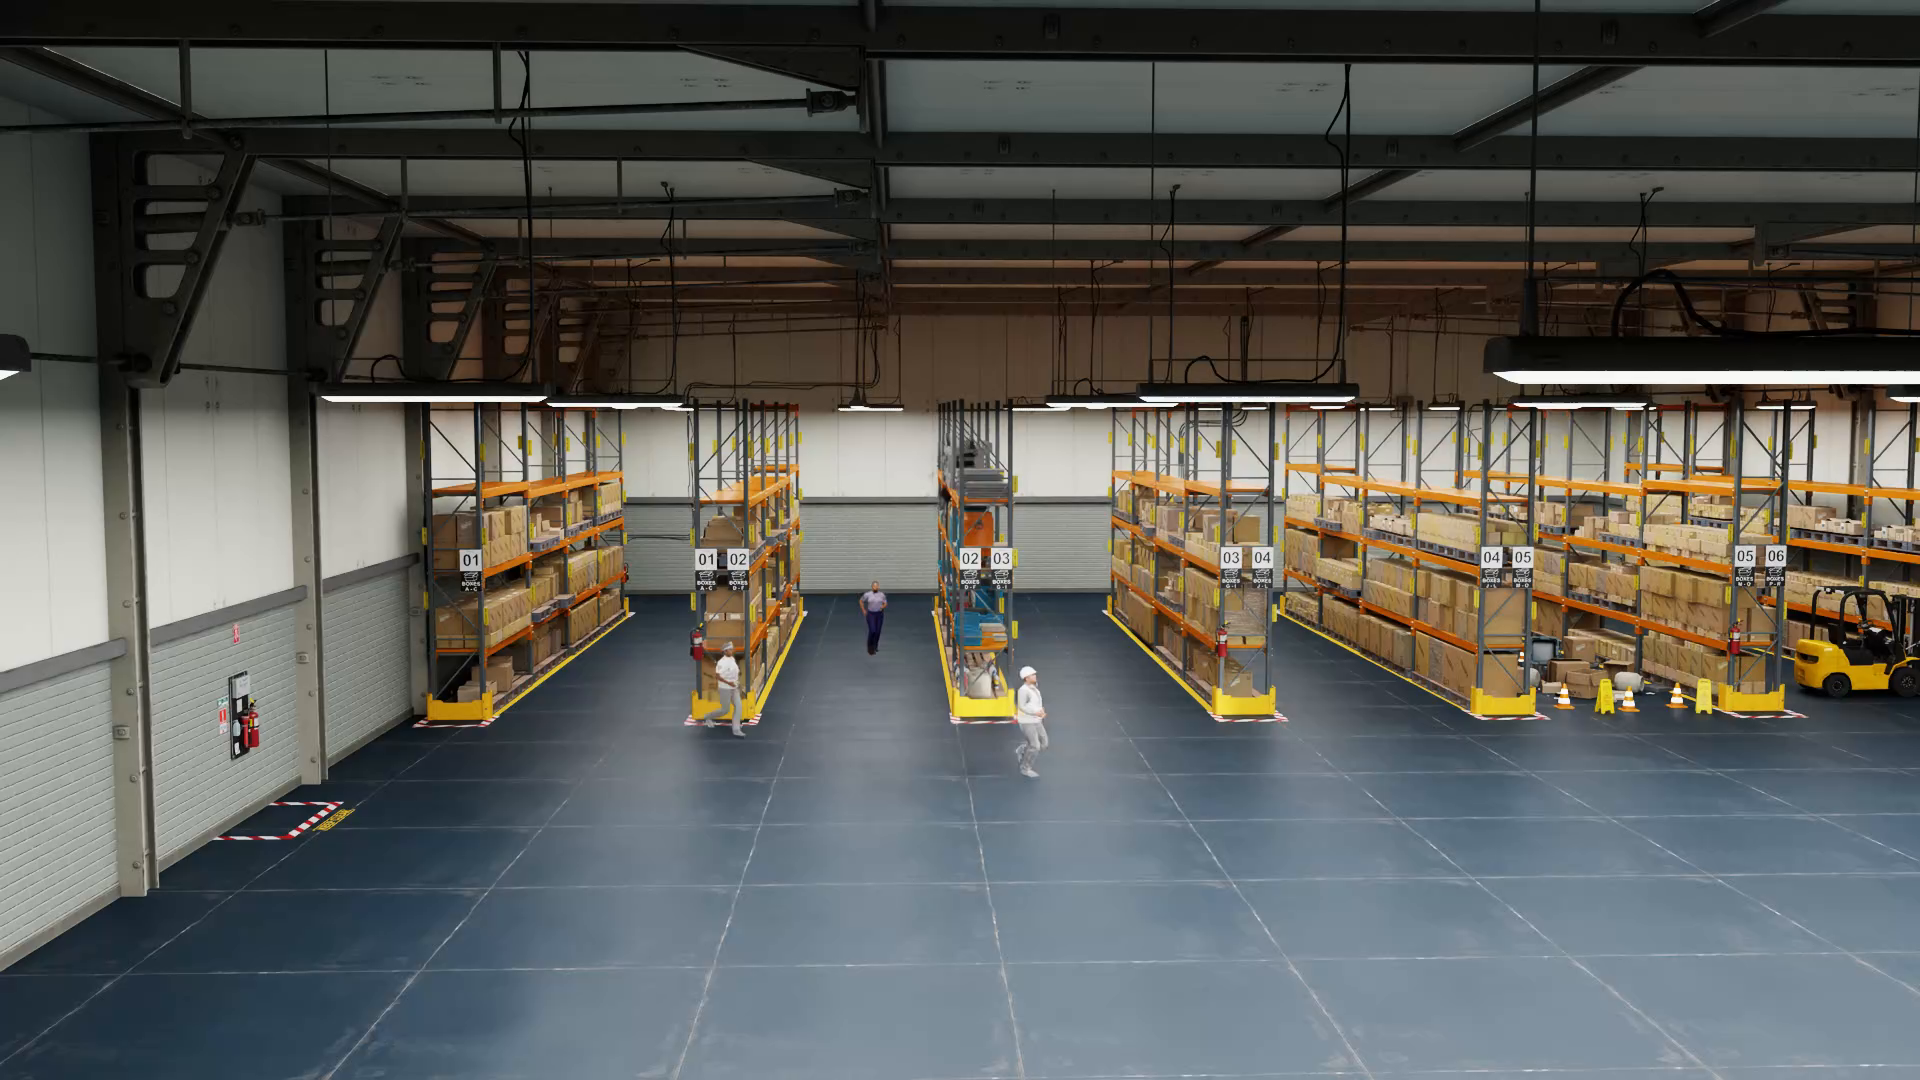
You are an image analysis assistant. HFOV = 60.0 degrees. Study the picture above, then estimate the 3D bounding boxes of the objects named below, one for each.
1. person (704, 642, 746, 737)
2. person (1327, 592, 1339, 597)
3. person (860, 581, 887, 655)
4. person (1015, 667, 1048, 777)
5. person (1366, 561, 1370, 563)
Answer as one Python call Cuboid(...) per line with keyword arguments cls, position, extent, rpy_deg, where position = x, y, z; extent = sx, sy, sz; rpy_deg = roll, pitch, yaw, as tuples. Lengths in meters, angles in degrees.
Cuboid(cls="person", position=(-4.155, 2.647, 29.656), extent=(0.856, 1.689, 0.603), rpy_deg=(2, 5, 27))
Cuboid(cls="person", position=(10.936, 1.191, 48.596), extent=(0.755, 1.697, 0.540), rpy_deg=(-3, 5, -33))
Cuboid(cls="person", position=(-1.927, 1.774, 37.701), extent=(0.585, 1.681, 0.625), rpy_deg=(-2, 5, -20))
Cuboid(cls="person", position=(1.123, 2.864, 26.294), extent=(0.591, 1.734, 0.698), rpy_deg=(2, 5, 22))
Cuboid(cls="person", position=(11.431, 1.429, 46.658), extent=(0.551, 1.516, 0.886), rpy_deg=(0, 4, 1))
